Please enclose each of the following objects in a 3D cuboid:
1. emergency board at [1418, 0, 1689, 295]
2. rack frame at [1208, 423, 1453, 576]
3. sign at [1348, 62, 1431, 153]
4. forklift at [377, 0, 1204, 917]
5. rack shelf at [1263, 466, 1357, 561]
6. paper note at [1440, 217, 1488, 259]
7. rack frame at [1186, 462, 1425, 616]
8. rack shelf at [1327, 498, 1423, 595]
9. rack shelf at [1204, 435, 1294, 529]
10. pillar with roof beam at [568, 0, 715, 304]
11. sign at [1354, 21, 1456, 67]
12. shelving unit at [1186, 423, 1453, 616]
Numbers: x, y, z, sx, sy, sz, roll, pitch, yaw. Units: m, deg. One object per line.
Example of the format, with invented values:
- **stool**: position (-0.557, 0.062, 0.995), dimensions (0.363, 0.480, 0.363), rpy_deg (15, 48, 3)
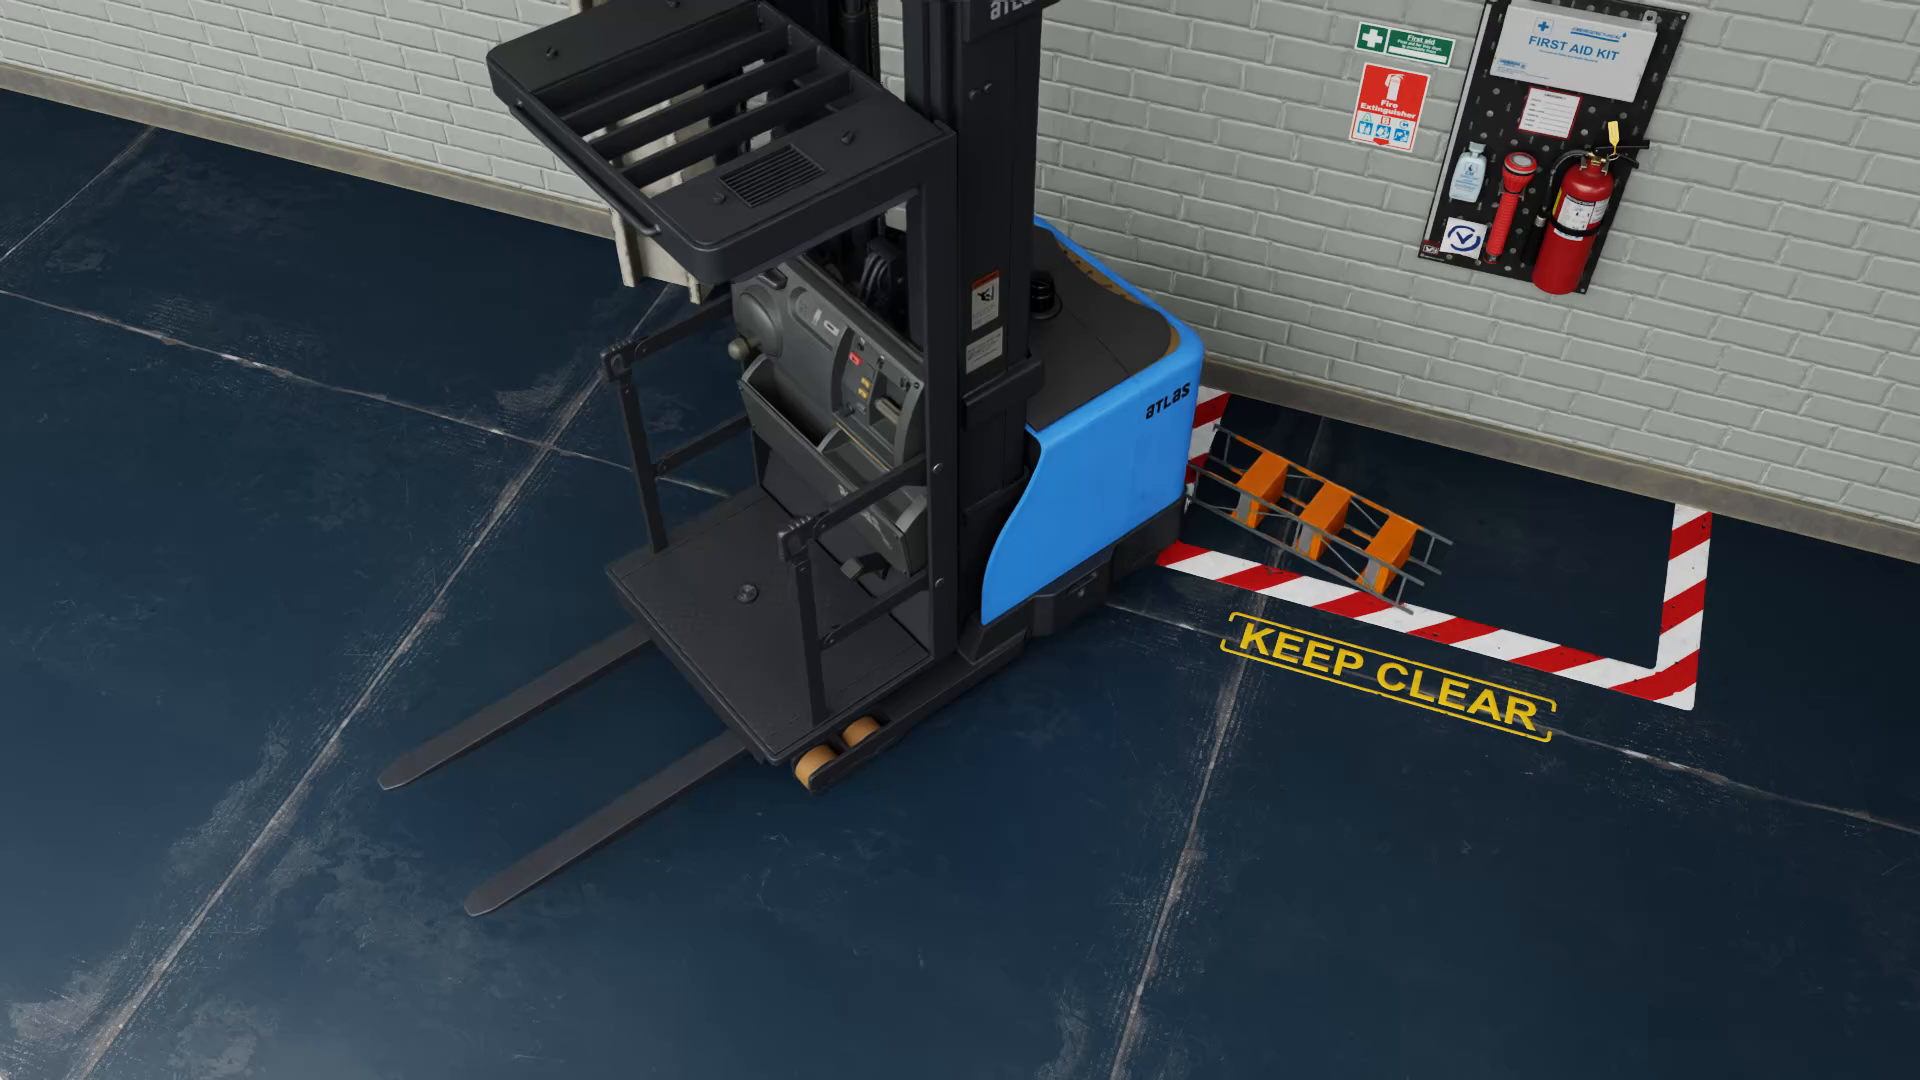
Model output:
- **emergency board**: position (2.016, -1.315, 5.772), dimensions (0.643, 1.169, 0.194), rpy_deg (16, 51, 13)
- **rack frame**: position (1.452, -0.167, 6.604), dimensions (1.050, 0.200, 0.008), rpy_deg (29, 56, 22)
- **sign**: position (1.533, -1.545, 5.947), dimensions (0.234, 0.329, 0.001), rpy_deg (16, 51, 13)
- **forklift**: position (-0.589, -0.533, 5.139), dimensions (3.031, 2.935, 1.130), rpy_deg (-32, 56, -24)
- **rack shelf**: position (1.371, -0.096, 6.545), dimensions (0.259, 0.215, 0.240), rpy_deg (29, 56, 22)
- **paper note**: position (1.873, -1.122, 6.187), dimensions (0.142, 0.148, 0.016), rpy_deg (16, 51, 13)
- **rack frame**: position (1.308, -0.016, 6.478), dimensions (1.050, 0.200, 0.008), rpy_deg (29, 56, 22)
- **rack shelf**: position (1.601, 0.033, 6.439), dimensions (0.259, 0.215, 0.240), rpy_deg (29, 56, 22)
- **rack shelf**: position (1.147, -0.223, 6.649), dimensions (0.259, 0.215, 0.240), rpy_deg (29, 56, 22)
- **pillar with roof beam**: position (-2.800, -1.126, 1.637), dimensions (0.400, 9.000, 9.100), rpy_deg (16, 51, 13)
- **sign**: position (1.534, -1.711, 5.740), dimensions (0.331, 0.109, 0.001), rpy_deg (16, 51, 13)
- **shelving unit**: position (1.380, -0.091, 6.541), dimensions (1.050, 0.215, 0.252), rpy_deg (29, 56, 22)
